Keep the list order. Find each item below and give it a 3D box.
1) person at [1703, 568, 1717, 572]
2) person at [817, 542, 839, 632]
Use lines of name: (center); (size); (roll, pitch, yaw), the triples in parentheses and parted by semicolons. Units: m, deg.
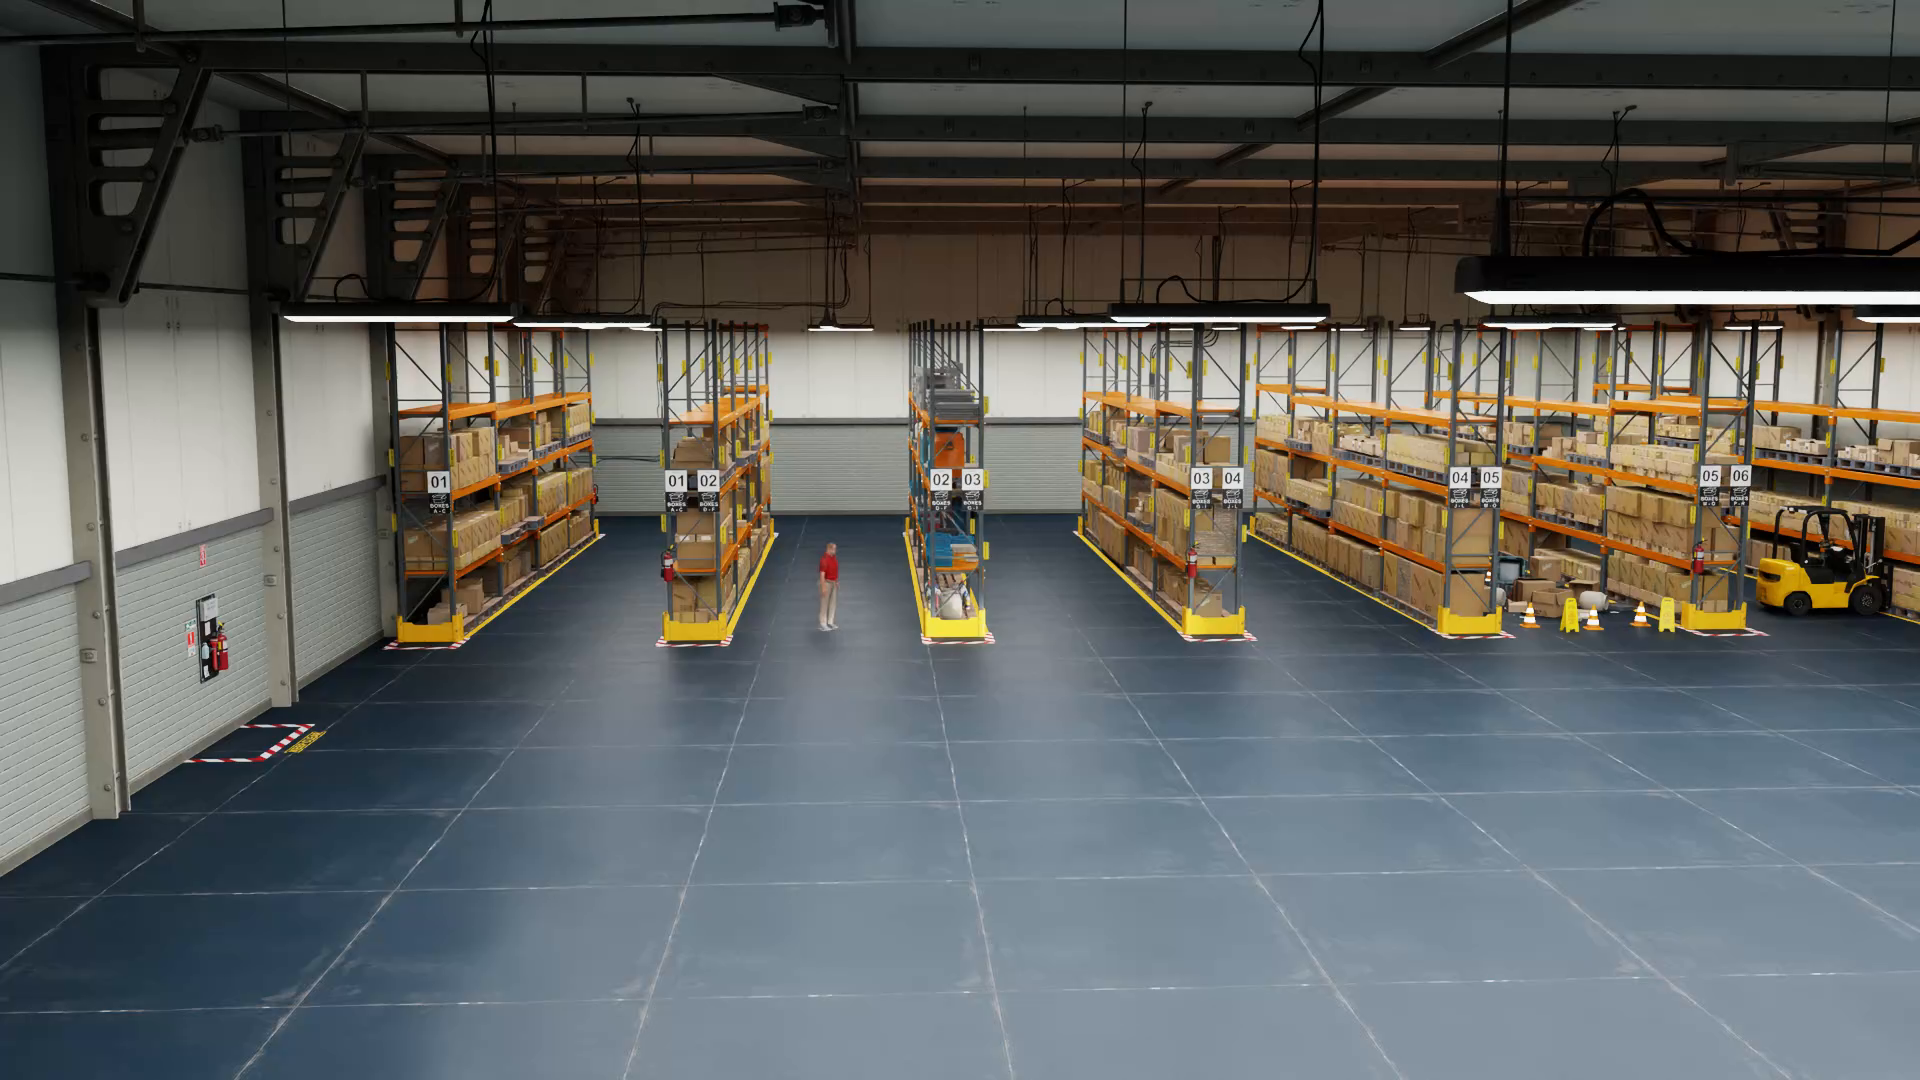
person: (16.488, 0.362, 36.715); (0.647, 1.671, 0.461); (5, 9, 36)
person: (-2.562, 0.898, 32.242); (0.392, 1.735, 0.569); (3, 8, 22)
